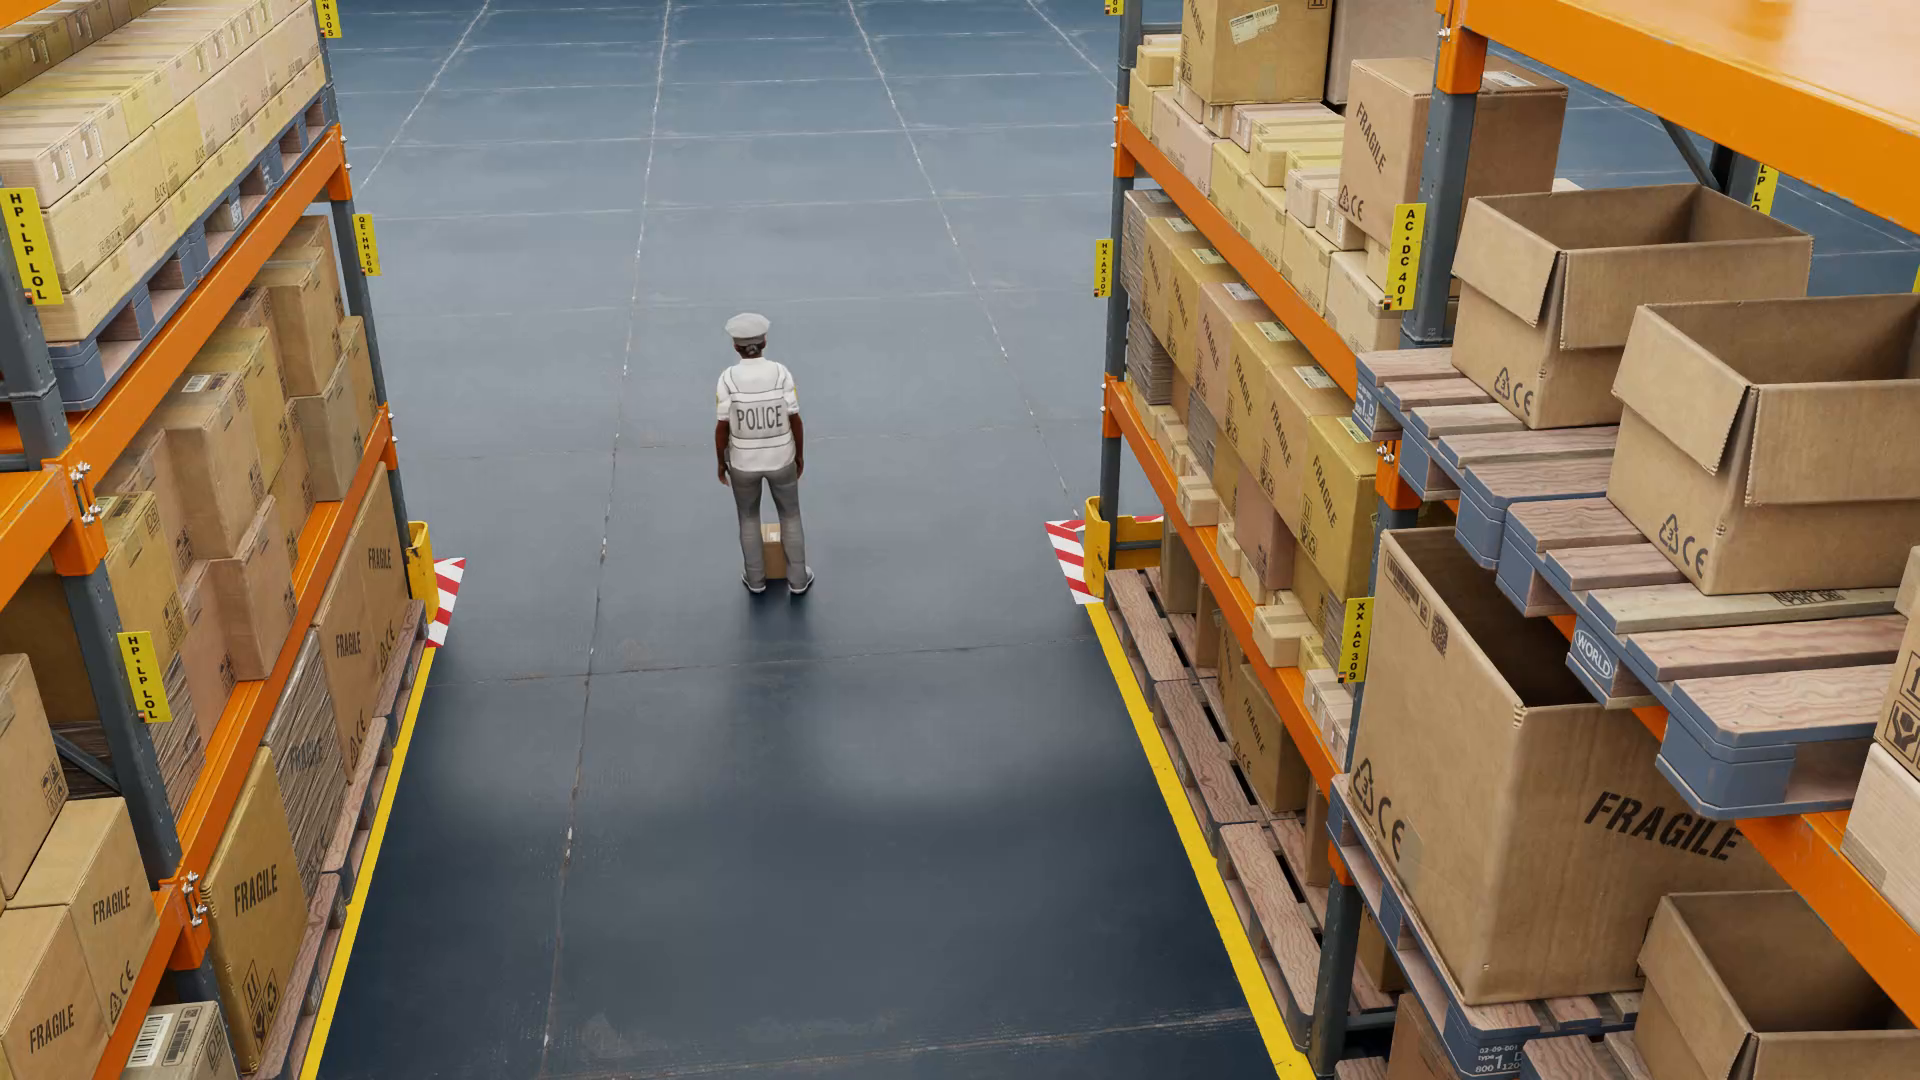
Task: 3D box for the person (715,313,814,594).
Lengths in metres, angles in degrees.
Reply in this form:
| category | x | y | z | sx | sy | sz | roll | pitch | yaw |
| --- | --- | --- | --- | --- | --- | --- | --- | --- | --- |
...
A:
| category | x | y | z | sx | sy | sz | roll | pitch | yaw |
| --- | --- | --- | --- | --- | --- | --- | --- | --- | --- |
| person | -1.126 | -0.460 | 9.505 | 0.532 | 1.664 | 0.421 | -5 | 28 | -10 |
